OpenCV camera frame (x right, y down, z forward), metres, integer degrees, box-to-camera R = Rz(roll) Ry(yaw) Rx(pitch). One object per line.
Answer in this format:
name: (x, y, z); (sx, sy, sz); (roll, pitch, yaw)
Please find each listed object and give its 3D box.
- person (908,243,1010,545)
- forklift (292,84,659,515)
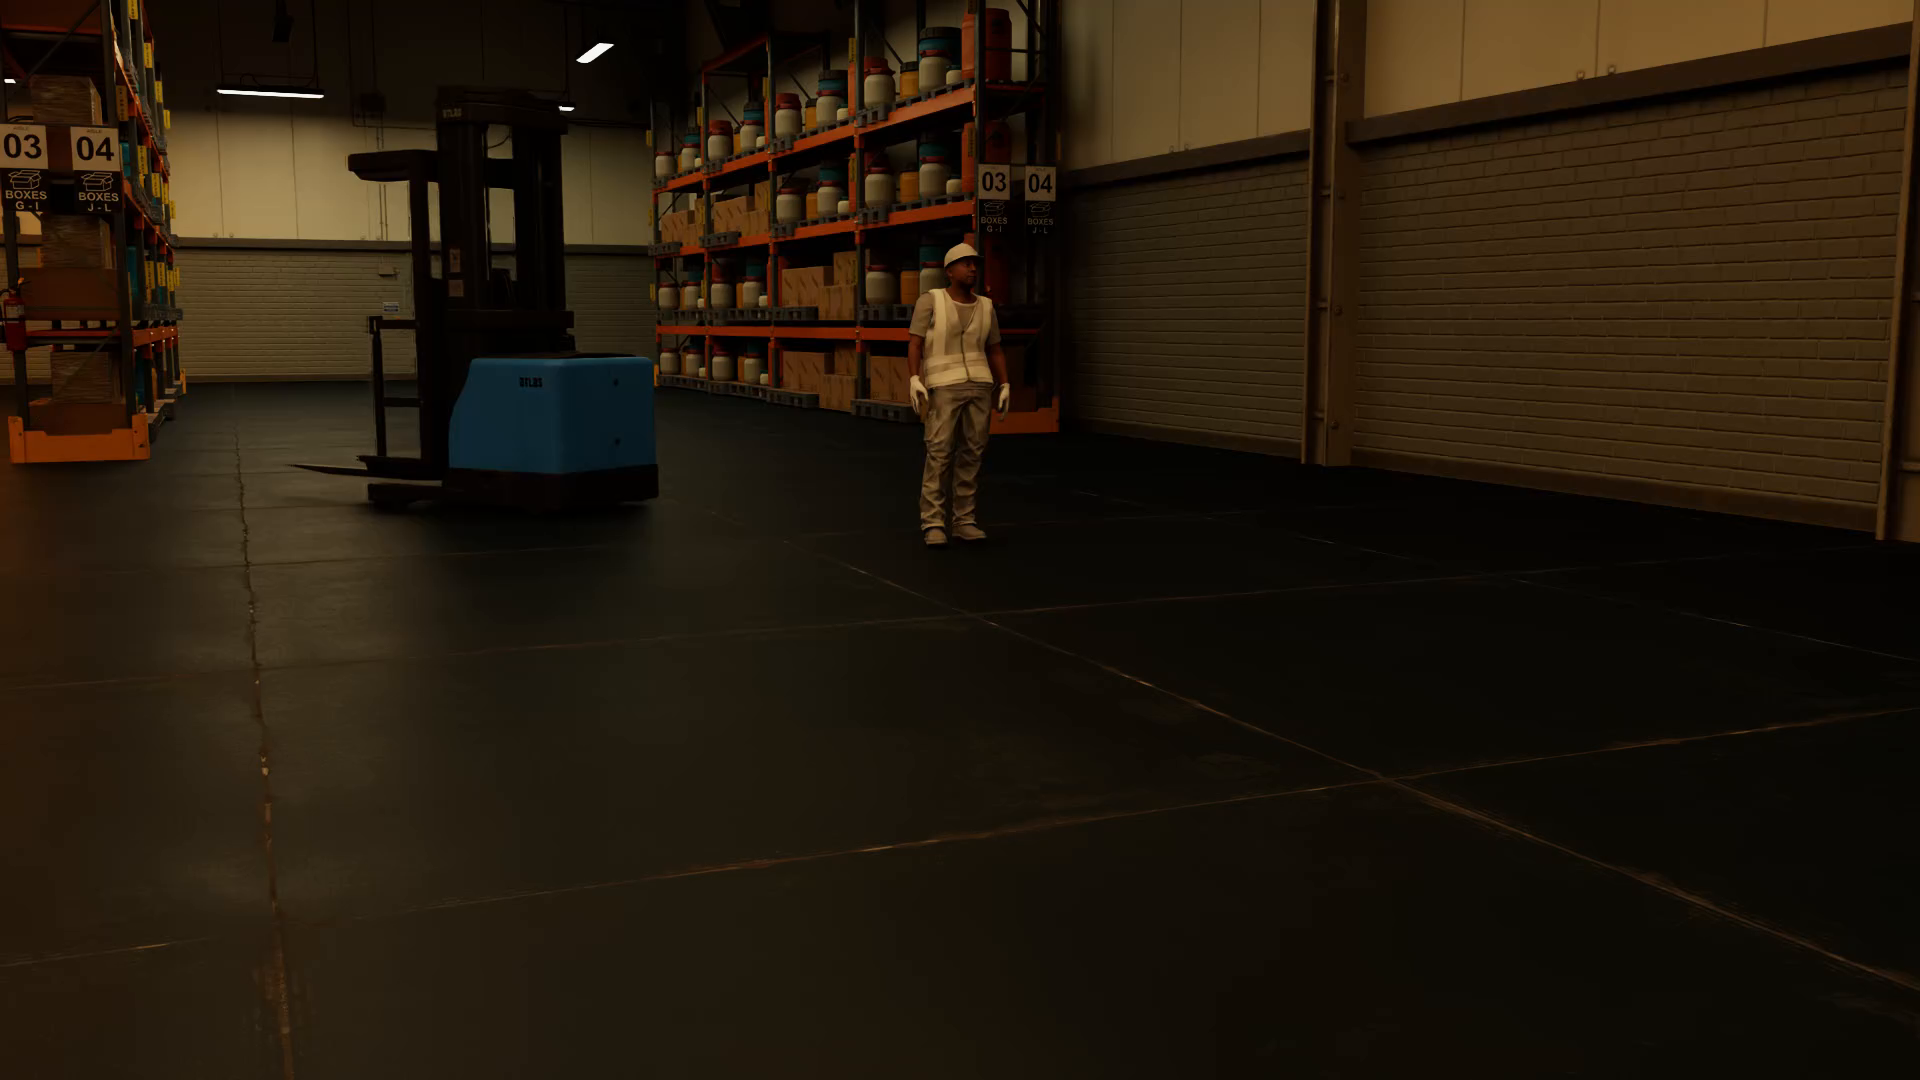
person: (0.020, -0.882, 9.968); (0.656, 1.782, 0.577); (-3, 8, -23)
forklift: (-3.690, -1.741, 12.148); (3.031, 2.935, 1.130); (5, 9, 31)
